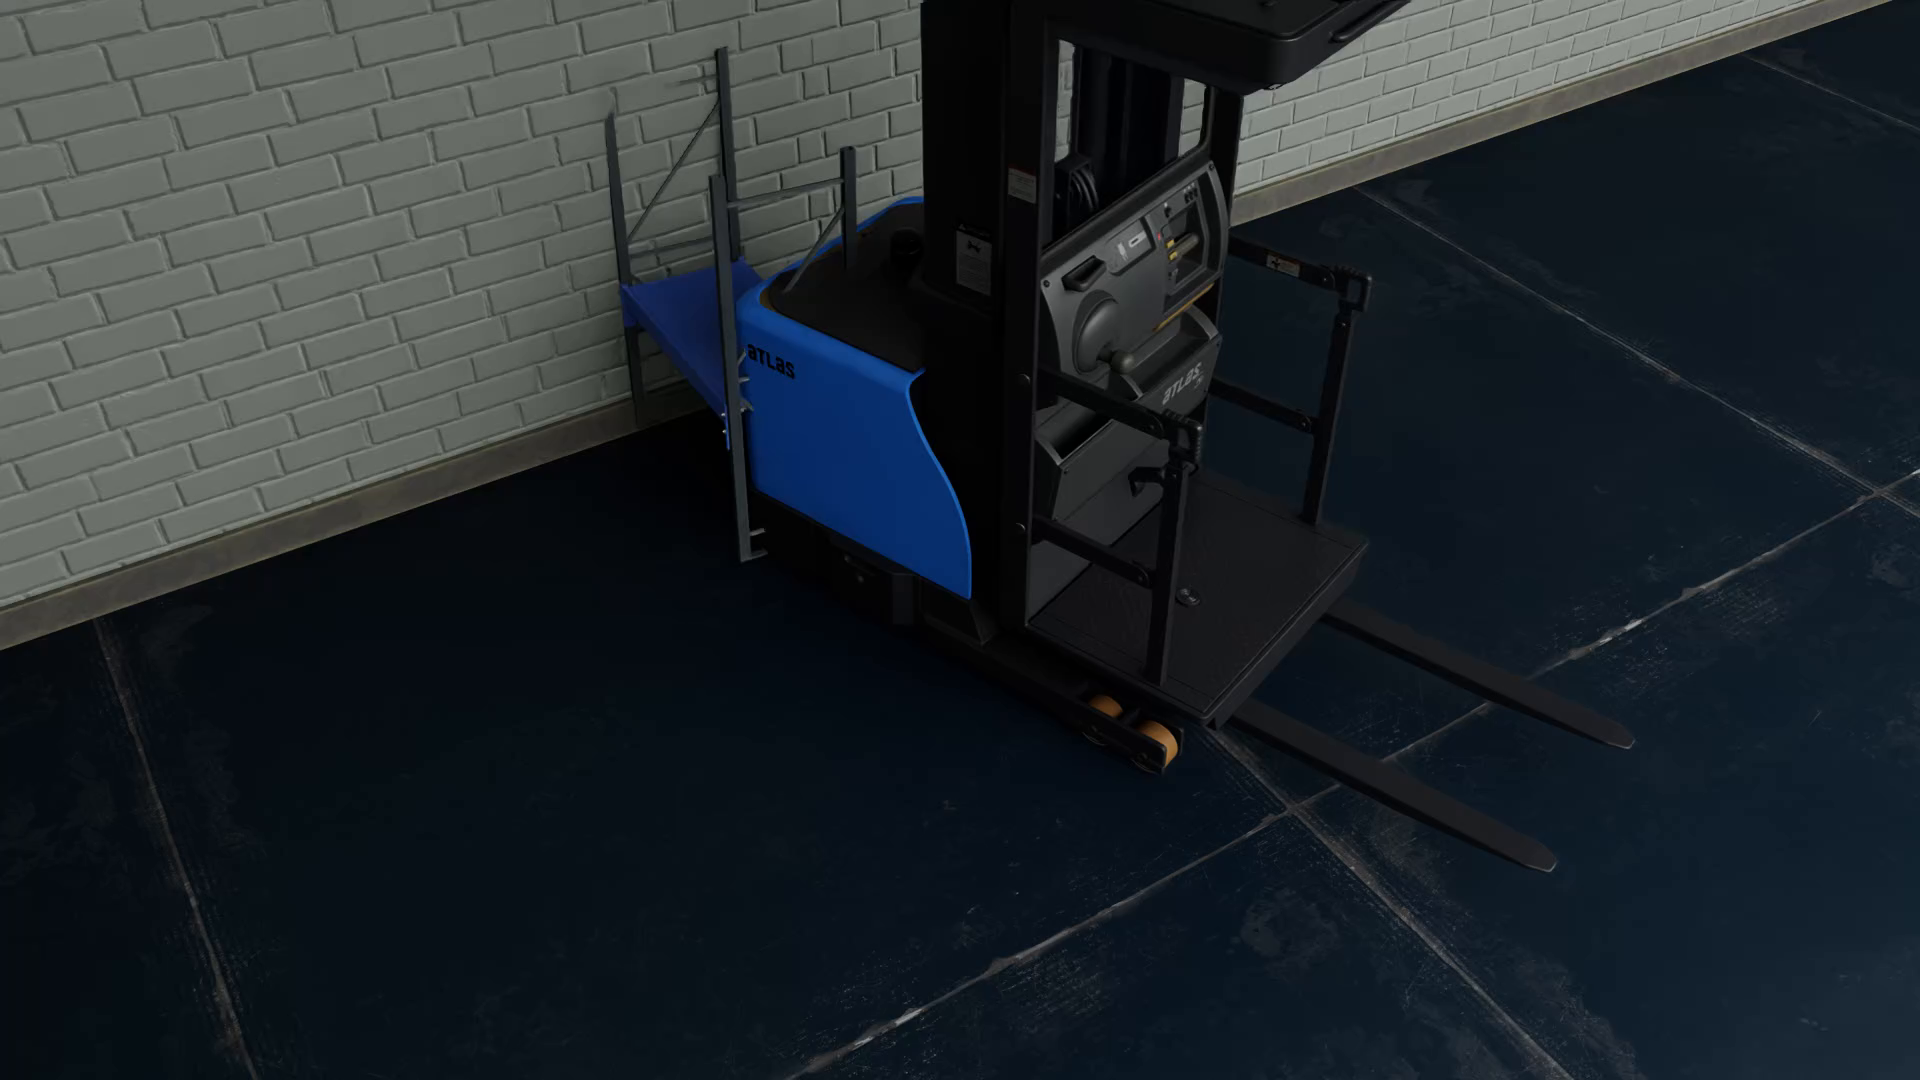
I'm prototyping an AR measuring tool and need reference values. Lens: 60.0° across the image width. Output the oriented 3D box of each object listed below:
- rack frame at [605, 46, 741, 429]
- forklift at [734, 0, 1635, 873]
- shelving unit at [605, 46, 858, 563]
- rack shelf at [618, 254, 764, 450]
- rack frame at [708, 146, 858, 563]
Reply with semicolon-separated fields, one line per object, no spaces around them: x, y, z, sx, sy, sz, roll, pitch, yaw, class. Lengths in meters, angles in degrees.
-1.085;-1.131;6.421;0.500;1.500;0.032;-18;41;-24;rack frame
0.700;-0.767;4.881;3.031;2.935;1.130;27;47;28;forklift
-0.830;-0.864;6.071;0.538;1.500;1.048;-18;41;-24;shelving unit
-0.833;-0.720;6.179;0.538;0.185;1.000;-18;41;-24;rack shelf
-0.575;-0.597;5.722;0.500;1.500;0.032;-18;41;-24;rack frame
